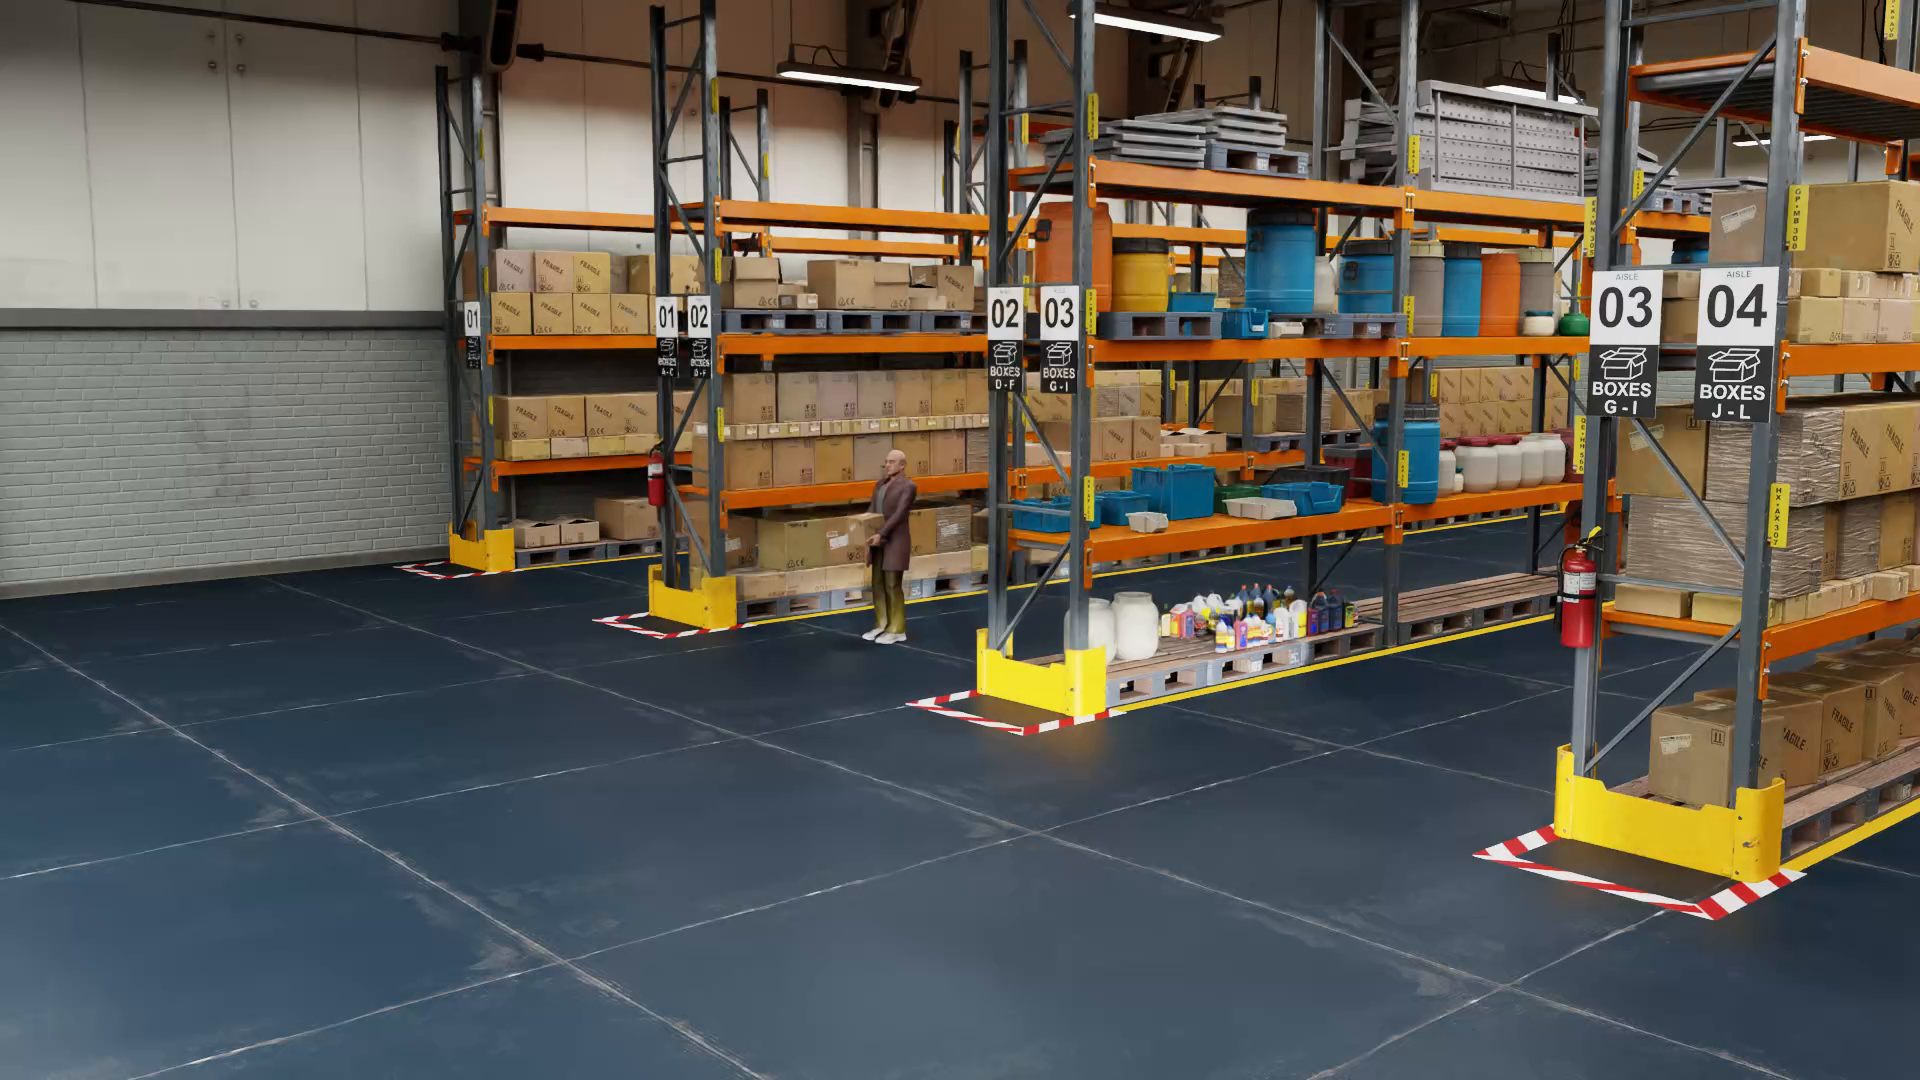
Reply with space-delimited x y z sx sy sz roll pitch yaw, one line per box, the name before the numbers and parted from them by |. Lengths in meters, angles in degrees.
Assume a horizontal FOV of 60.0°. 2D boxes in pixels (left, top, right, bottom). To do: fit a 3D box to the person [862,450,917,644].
person | -0.719 0.063 15.355 0.553 1.776 0.526 -6 10 -40
